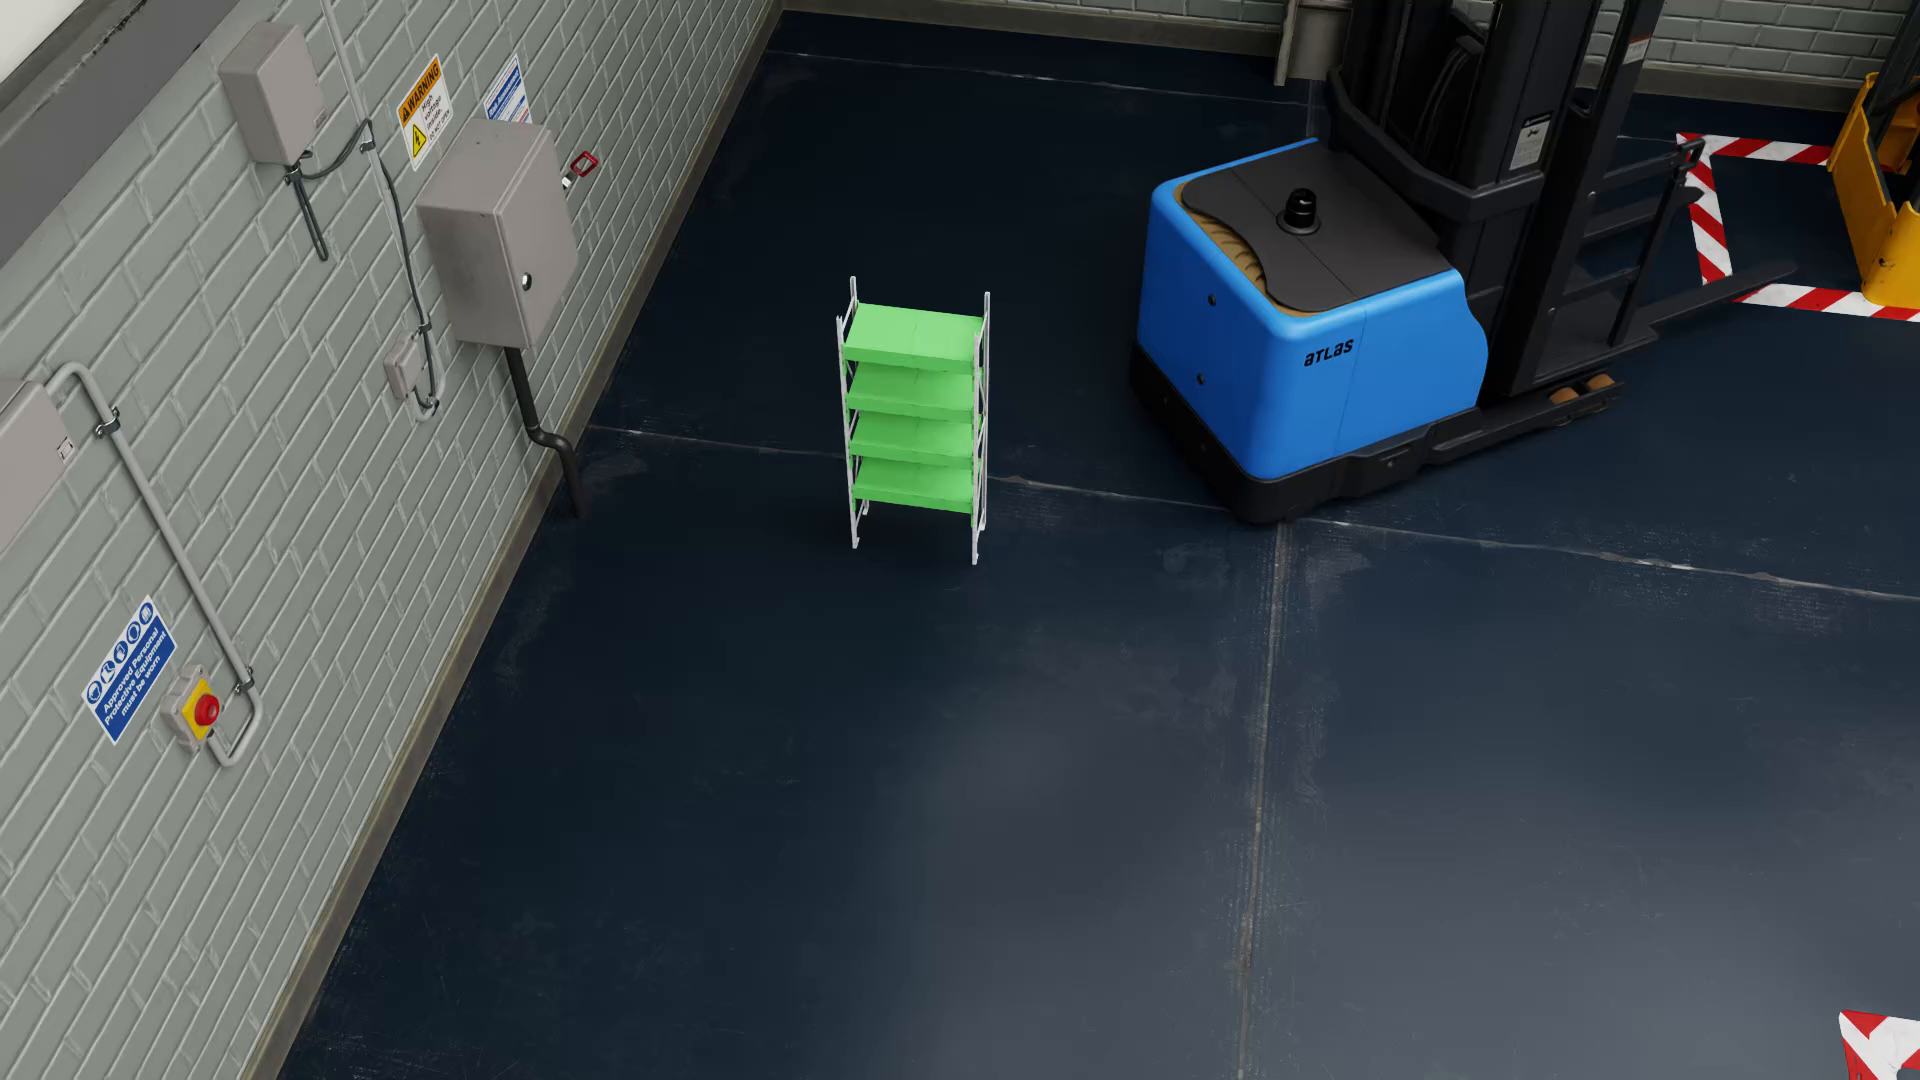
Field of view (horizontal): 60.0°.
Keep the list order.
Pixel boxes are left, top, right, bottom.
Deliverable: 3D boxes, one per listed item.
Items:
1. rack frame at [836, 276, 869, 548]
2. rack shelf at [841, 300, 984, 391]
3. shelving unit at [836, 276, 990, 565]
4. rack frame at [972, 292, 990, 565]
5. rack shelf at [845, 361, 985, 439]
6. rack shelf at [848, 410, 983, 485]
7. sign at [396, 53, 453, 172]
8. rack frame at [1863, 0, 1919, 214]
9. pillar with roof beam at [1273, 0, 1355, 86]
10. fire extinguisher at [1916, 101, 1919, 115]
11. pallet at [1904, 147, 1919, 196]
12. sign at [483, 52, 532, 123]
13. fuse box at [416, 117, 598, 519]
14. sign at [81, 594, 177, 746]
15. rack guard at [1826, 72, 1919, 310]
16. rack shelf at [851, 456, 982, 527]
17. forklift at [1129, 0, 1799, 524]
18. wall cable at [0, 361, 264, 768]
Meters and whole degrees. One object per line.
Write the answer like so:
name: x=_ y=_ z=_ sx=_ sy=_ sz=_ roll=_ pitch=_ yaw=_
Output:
rack frame: x=-0.403 y=-0.455 z=6.324 sx=0.015 sy=1.200 sz=0.240 roll=8 pitch=49 yaw=7
rack shelf: x=-0.163 y=-0.701 z=5.986 sx=0.480 sy=0.148 sz=0.258 roll=8 pitch=49 yaw=7
shelving unit: x=-0.163 y=-0.423 z=6.295 sx=0.503 sy=1.200 sz=0.258 roll=8 pitch=49 yaw=7
rack frame: x=0.077 y=-0.391 z=6.266 sx=0.015 sy=1.200 sz=0.240 roll=8 pitch=49 yaw=7
rack shelf: x=-0.163 y=-0.541 z=6.164 sx=0.480 sy=0.148 sz=0.258 roll=8 pitch=49 yaw=7
rack shelf: x=-0.163 y=-0.380 z=6.343 sx=0.480 sy=0.148 sz=0.258 roll=8 pitch=49 yaw=7
sign: x=-1.734 y=-1.389 z=5.398 sx=0.001 sy=0.242 sz=0.339 roll=8 pitch=49 yaw=7
rack frame: x=4.394 y=-2.513 z=6.963 sx=0.127 sy=3.000 sz=1.000 roll=8 pitch=49 yaw=7
pillar with roof beam: x=1.135 y=-2.383 z=2.813 sx=0.400 sy=9.000 sz=9.100 roll=8 pitch=49 yaw=7
fire extinguisher: x=4.167 y=-2.043 z=6.844 sx=0.183 sy=0.674 sz=0.296 roll=8 pitch=49 yaw=7
pallet: x=5.254 y=-1.466 z=7.897 sx=1.213 sy=0.211 sz=1.003 roll=8 pitch=49 yaw=7
sign: x=-1.637 y=-1.483 z=6.102 sx=0.001 sy=0.494 sz=0.329 roll=8 pitch=49 yaw=7
fuse box: x=-1.521 y=-0.695 z=6.196 sx=0.414 sy=1.711 sz=0.539 roll=8 pitch=49 yaw=7
sign: x=-2.107 y=0.329 z=4.228 sx=0.001 sy=0.218 sz=0.327 roll=8 pitch=49 yaw=7
rack guard: x=4.469 y=-1.667 z=7.884 sx=0.348 sy=0.500 sz=1.175 roll=8 pitch=49 yaw=7
rack shelf: x=-0.163 y=-0.220 z=6.521 sx=0.480 sy=0.148 sz=0.258 roll=8 pitch=49 yaw=7
forklift: x=2.294 y=-1.808 z=6.376 sx=3.031 sy=2.935 sz=1.130 roll=-20 pitch=51 yaw=-17
wall cable: x=-2.038 y=0.042 z=3.963 sx=0.123 sy=1.953 sz=0.585 roll=8 pitch=49 yaw=7
